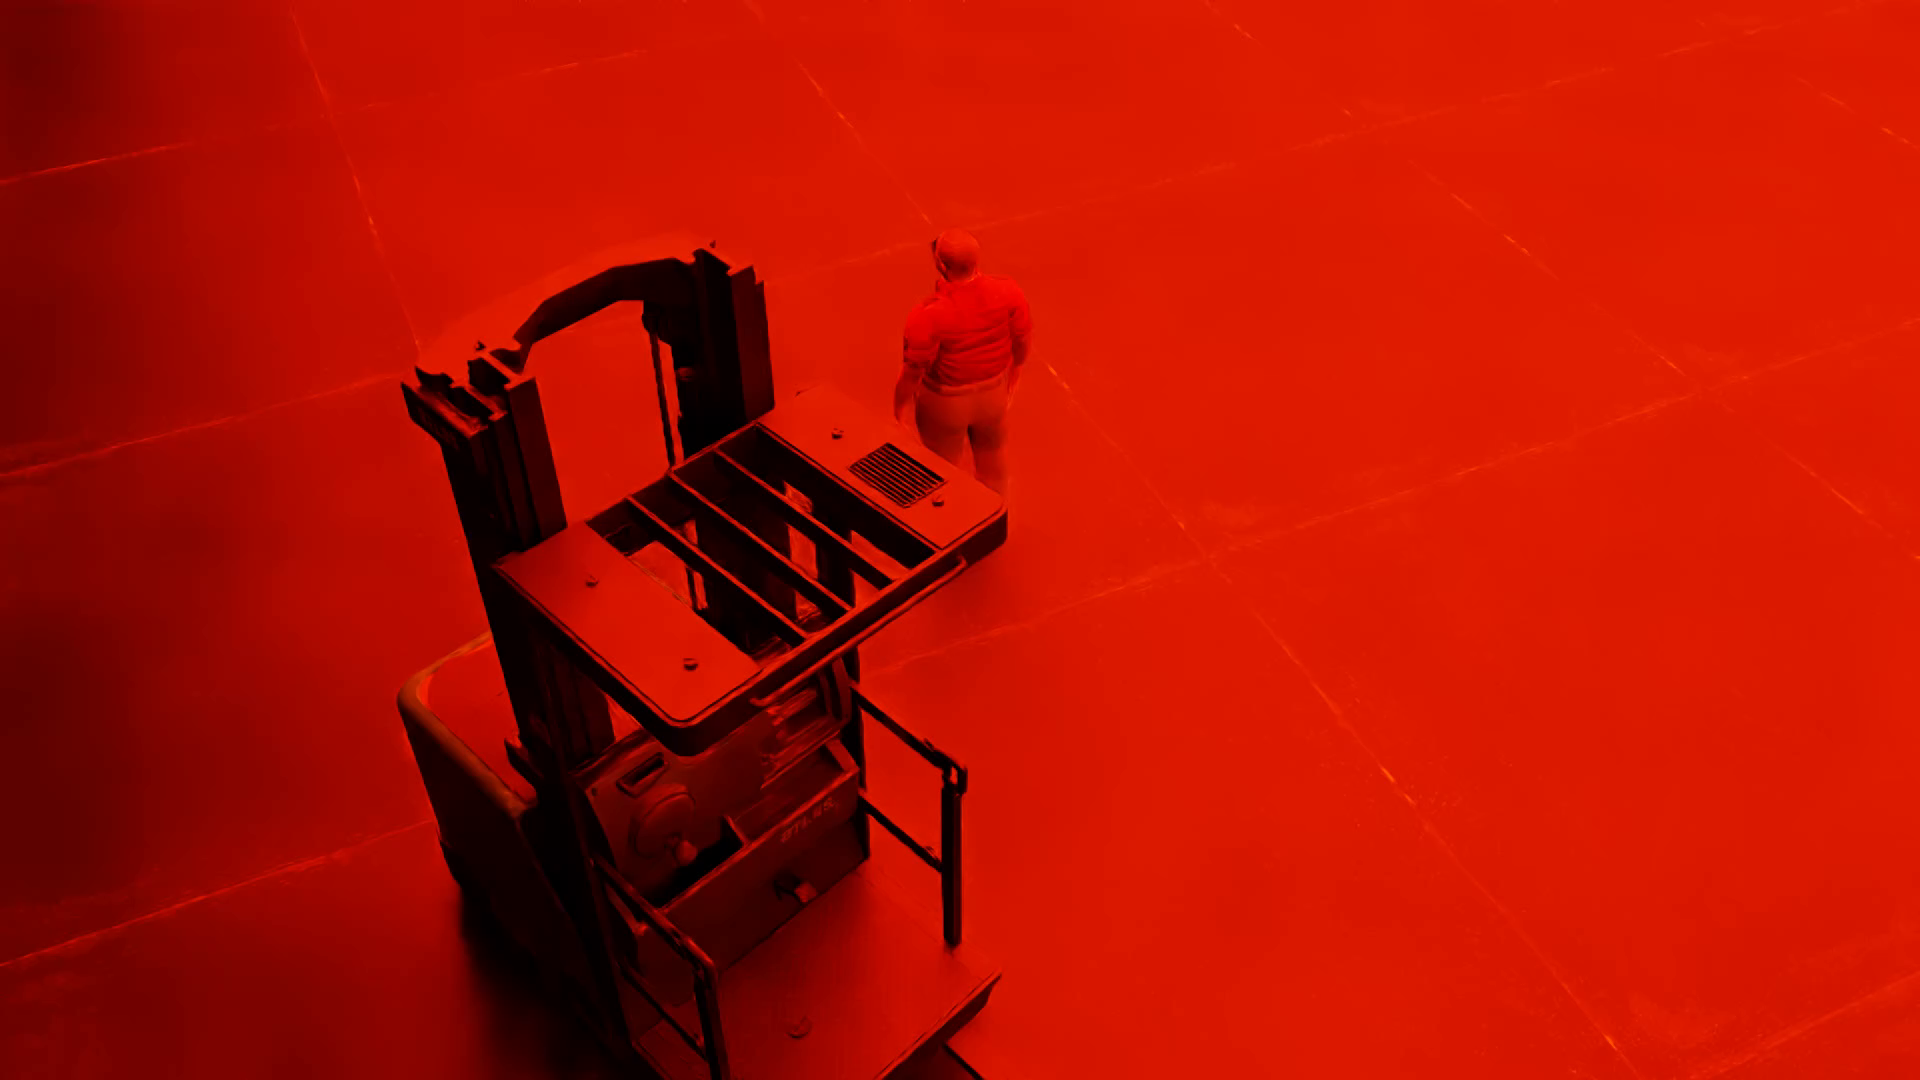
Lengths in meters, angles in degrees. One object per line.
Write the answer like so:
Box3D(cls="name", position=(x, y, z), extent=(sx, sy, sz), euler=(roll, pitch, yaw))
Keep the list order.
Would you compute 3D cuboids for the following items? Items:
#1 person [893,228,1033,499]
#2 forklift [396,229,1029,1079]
Box3D(cls="person", position=(-0.027, -0.696, 7.297), extent=(0.640, 1.727, 0.550), euler=(-18, 46, -18))
Box3D(cls="forklift", position=(-0.565, 0.699, 4.932), extent=(1.130, 2.935, 3.031), euler=(-34, 53, -31))
